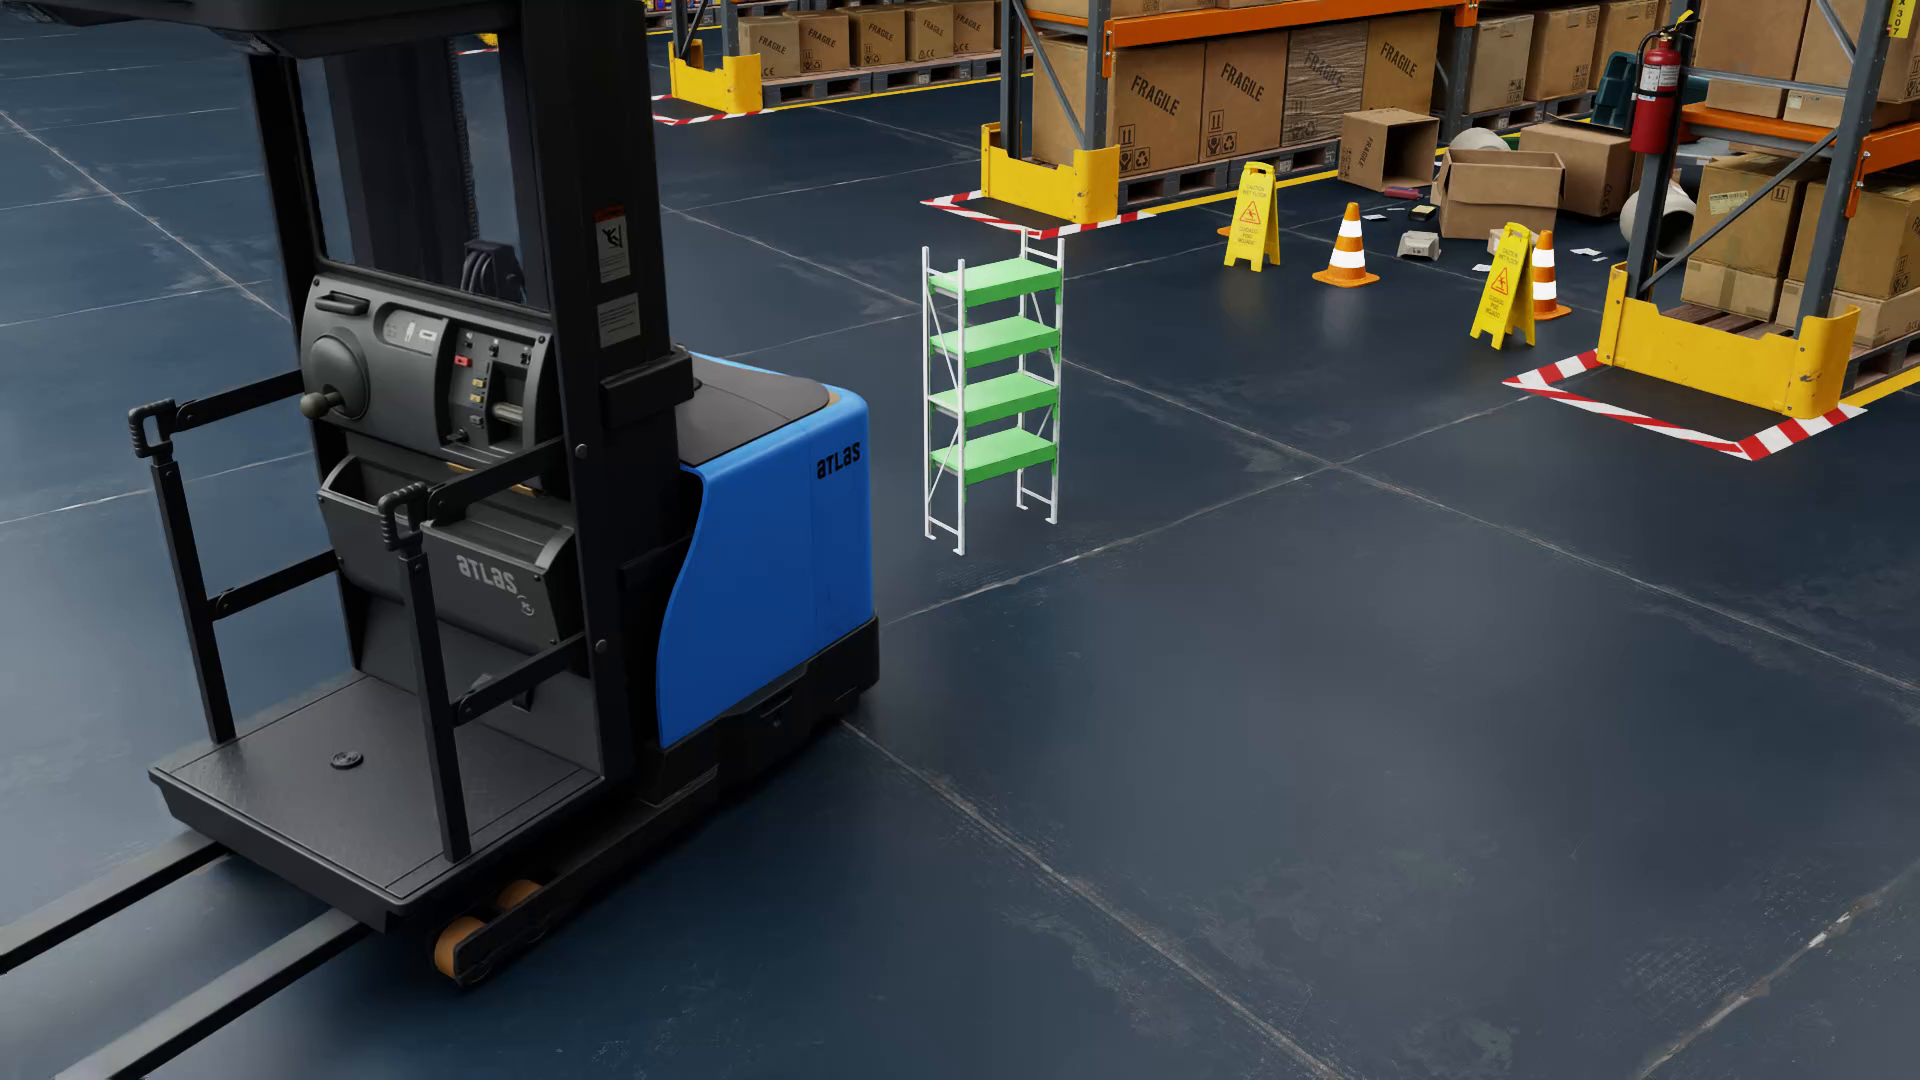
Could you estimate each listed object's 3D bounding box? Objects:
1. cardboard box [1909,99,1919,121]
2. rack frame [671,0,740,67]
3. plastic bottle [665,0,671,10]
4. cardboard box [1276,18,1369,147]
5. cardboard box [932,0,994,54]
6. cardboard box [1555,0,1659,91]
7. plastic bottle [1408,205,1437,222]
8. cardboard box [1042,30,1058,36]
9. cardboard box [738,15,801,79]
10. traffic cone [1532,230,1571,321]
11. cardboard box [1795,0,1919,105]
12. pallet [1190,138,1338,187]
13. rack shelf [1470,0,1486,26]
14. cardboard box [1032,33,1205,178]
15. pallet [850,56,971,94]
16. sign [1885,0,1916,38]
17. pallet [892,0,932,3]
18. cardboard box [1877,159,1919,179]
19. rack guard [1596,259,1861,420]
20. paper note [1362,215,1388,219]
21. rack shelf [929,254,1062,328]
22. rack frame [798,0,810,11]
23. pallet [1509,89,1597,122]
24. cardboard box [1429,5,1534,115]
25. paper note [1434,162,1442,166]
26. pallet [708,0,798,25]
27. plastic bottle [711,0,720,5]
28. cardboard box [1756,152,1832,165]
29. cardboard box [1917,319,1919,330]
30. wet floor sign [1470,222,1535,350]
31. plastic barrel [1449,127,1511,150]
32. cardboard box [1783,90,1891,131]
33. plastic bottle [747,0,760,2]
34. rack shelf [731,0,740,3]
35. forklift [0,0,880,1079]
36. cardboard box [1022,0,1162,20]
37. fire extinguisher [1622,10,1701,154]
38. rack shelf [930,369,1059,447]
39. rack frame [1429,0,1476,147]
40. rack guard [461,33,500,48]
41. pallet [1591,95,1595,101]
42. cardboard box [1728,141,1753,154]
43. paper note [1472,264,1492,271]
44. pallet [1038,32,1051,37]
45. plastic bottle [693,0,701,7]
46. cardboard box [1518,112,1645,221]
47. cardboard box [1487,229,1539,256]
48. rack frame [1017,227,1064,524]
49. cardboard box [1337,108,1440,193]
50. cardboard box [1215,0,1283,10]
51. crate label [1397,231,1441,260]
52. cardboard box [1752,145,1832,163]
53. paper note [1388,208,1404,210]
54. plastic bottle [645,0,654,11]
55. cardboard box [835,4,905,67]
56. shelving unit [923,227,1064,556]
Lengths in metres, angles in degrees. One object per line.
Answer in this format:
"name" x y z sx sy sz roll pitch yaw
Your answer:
"cardboard box" 4.622 -2.165 8.150 0.250 0.149 0.380 -19 31 -36
"rack frame" -2.337 -5.430 14.887 0.127 3.000 1.000 -18 31 -34
"plastic bottle" -3.505 -6.490 19.888 0.097 0.271 0.097 0 25 0
"cardboard box" 2.547 -3.651 13.078 0.875 0.875 0.875 -18 30 -34
"cardboard box" 0.025 -5.284 17.042 0.500 0.500 0.500 -9 26 -18
"cardboard box" 5.719 -4.652 15.384 0.750 0.750 1.050 -18 30 -33
"plastic bottle" 3.236 -2.288 11.606 0.133 0.061 0.283 15 29 29
"cardboard box" 1.307 -5.687 17.888 0.500 0.500 0.700 -21 32 -38
"cardboard box" -1.835 -4.643 15.662 0.500 0.500 0.500 -12 28 -25
"traffic cone" 3.320 -1.535 9.509 0.334 0.463 0.336 -18 31 -34
"cardboard box" 4.322 -2.359 7.797 0.500 0.500 0.500 -19 31 -35
"pallet" 2.184 -3.045 13.059 1.213 0.211 1.003 -18 31 -34
"rack shelf" 5.366 -4.993 14.800 4.000 0.370 1.077 -18 31 -34
"cardboard box" 1.137 -3.185 12.075 0.875 0.875 0.875 -18 30 -34
"pallet" -0.657 -4.699 16.625 1.213 0.211 1.003 -18 31 -34
"sign" 4.113 -2.360 7.244 0.005 0.325 0.100 -18 31 -34
"pallet" -0.691 -7.380 22.402 1.213 0.211 1.003 -18 31 -34
"cardboard box" 5.011 -1.692 8.709 0.500 0.500 0.500 -20 31 -36
"rack guard" 3.838 -1.033 8.382 0.348 0.500 1.175 -18 31 -34
"paper note" 2.893 -2.247 11.558 0.142 0.017 0.144 -8 26 -16
"rack shelf" 0.130 -0.965 6.415 0.480 0.148 0.258 -18 31 -34
"rack frame" -2.246 -8.110 20.661 0.127 3.000 1.000 -18 31 -34
"pallet" 5.313 -4.079 15.288 1.213 0.211 1.003 -18 31 -34
"cardboard box" 4.225 -4.161 14.326 0.750 0.750 1.050 -18 31 -34
"paper note" 3.821 -2.979 13.131 0.147 0.020 0.142 5 25 11
"pallet" -2.800 -6.684 20.902 1.213 0.211 1.003 -18 31 -34
"plastic bottle" -2.980 -6.711 20.272 0.185 0.351 0.144 -18 31 -34
"cardboard box" 4.656 -1.862 9.075 0.500 0.500 0.500 -17 30 -32
"cardboard box" 4.990 -1.338 8.838 0.500 0.250 0.500 -17 30 -32
"wet floor sign" 2.968 -1.384 8.966 0.232 0.644 0.267 -8 26 -16
"plastic barrel" 3.846 -2.828 12.341 0.421 0.421 0.512 1 25 2
"cardboard box" 4.173 -2.053 7.908 0.250 0.149 0.380 -18 30 -34
"plastic bottle" -2.575 -6.845 20.560 0.185 0.351 0.144 -19 31 -35
"rack shelf" -0.763 -5.623 16.158 4.000 0.370 1.077 -18 31 -34
"forklift" -1.519 -0.417 4.167 1.130 2.935 3.031 16 29 31
"cardboard box" 0.908 -3.940 11.498 0.550 0.550 0.875 -18 31 -34
"fire extinguisher" 3.404 -2.235 8.094 0.183 0.674 0.296 -18 31 -34
"rack shelf" 0.130 -0.529 6.617 0.480 0.148 0.258 -18 31 -34
"rack frame" 3.792 -4.800 13.529 0.127 3.000 1.000 -18 31 -34
"rack guard" -5.363 -5.972 19.025 0.348 0.500 1.175 -18 31 -34
"pallet" 6.272 -4.394 15.967 1.213 0.211 1.003 -18 31 -34
"cardboard box" 5.804 -2.978 11.673 0.500 0.500 0.500 -18 31 -34
"paper note" 3.294 -1.705 10.388 0.148 0.019 0.142 15 29 29
"pallet" 1.422 -5.407 18.150 1.213 0.211 1.003 -18 31 -34
"plastic bottle" -3.186 -6.563 20.129 0.097 0.201 0.097 0 25 0
"cardboard box" 4.329 -2.617 11.630 0.503 0.637 0.797 -18 31 -34
"cardboard box" 3.562 -1.863 10.588 0.250 0.149 0.380 -3 25 -7
"rack frame" 0.322 -0.651 6.727 0.015 1.200 0.240 -18 31 -34
"cardboard box" 3.203 -2.924 12.453 0.500 0.500 0.500 -13 28 -25
"cardboard box" 1.846 -4.194 12.046 0.550 0.550 0.875 -18 31 -34
"crate label" 2.948 -1.892 10.664 0.250 0.136 0.298 10 27 20
"cardboard box" 4.495 -2.137 8.897 0.250 0.149 0.380 -17 30 -33
"paper note" 3.092 -2.346 11.793 0.123 0.001 0.032 -3 25 -7
"plastic bottle" -3.693 -6.396 19.769 0.097 0.201 0.097 0 25 0
"cardboard box" -0.882 -4.966 16.358 0.500 0.500 0.500 -15 29 -29
"shelving unit" 0.130 -0.587 6.590 0.503 1.200 0.258 -18 31 -34
